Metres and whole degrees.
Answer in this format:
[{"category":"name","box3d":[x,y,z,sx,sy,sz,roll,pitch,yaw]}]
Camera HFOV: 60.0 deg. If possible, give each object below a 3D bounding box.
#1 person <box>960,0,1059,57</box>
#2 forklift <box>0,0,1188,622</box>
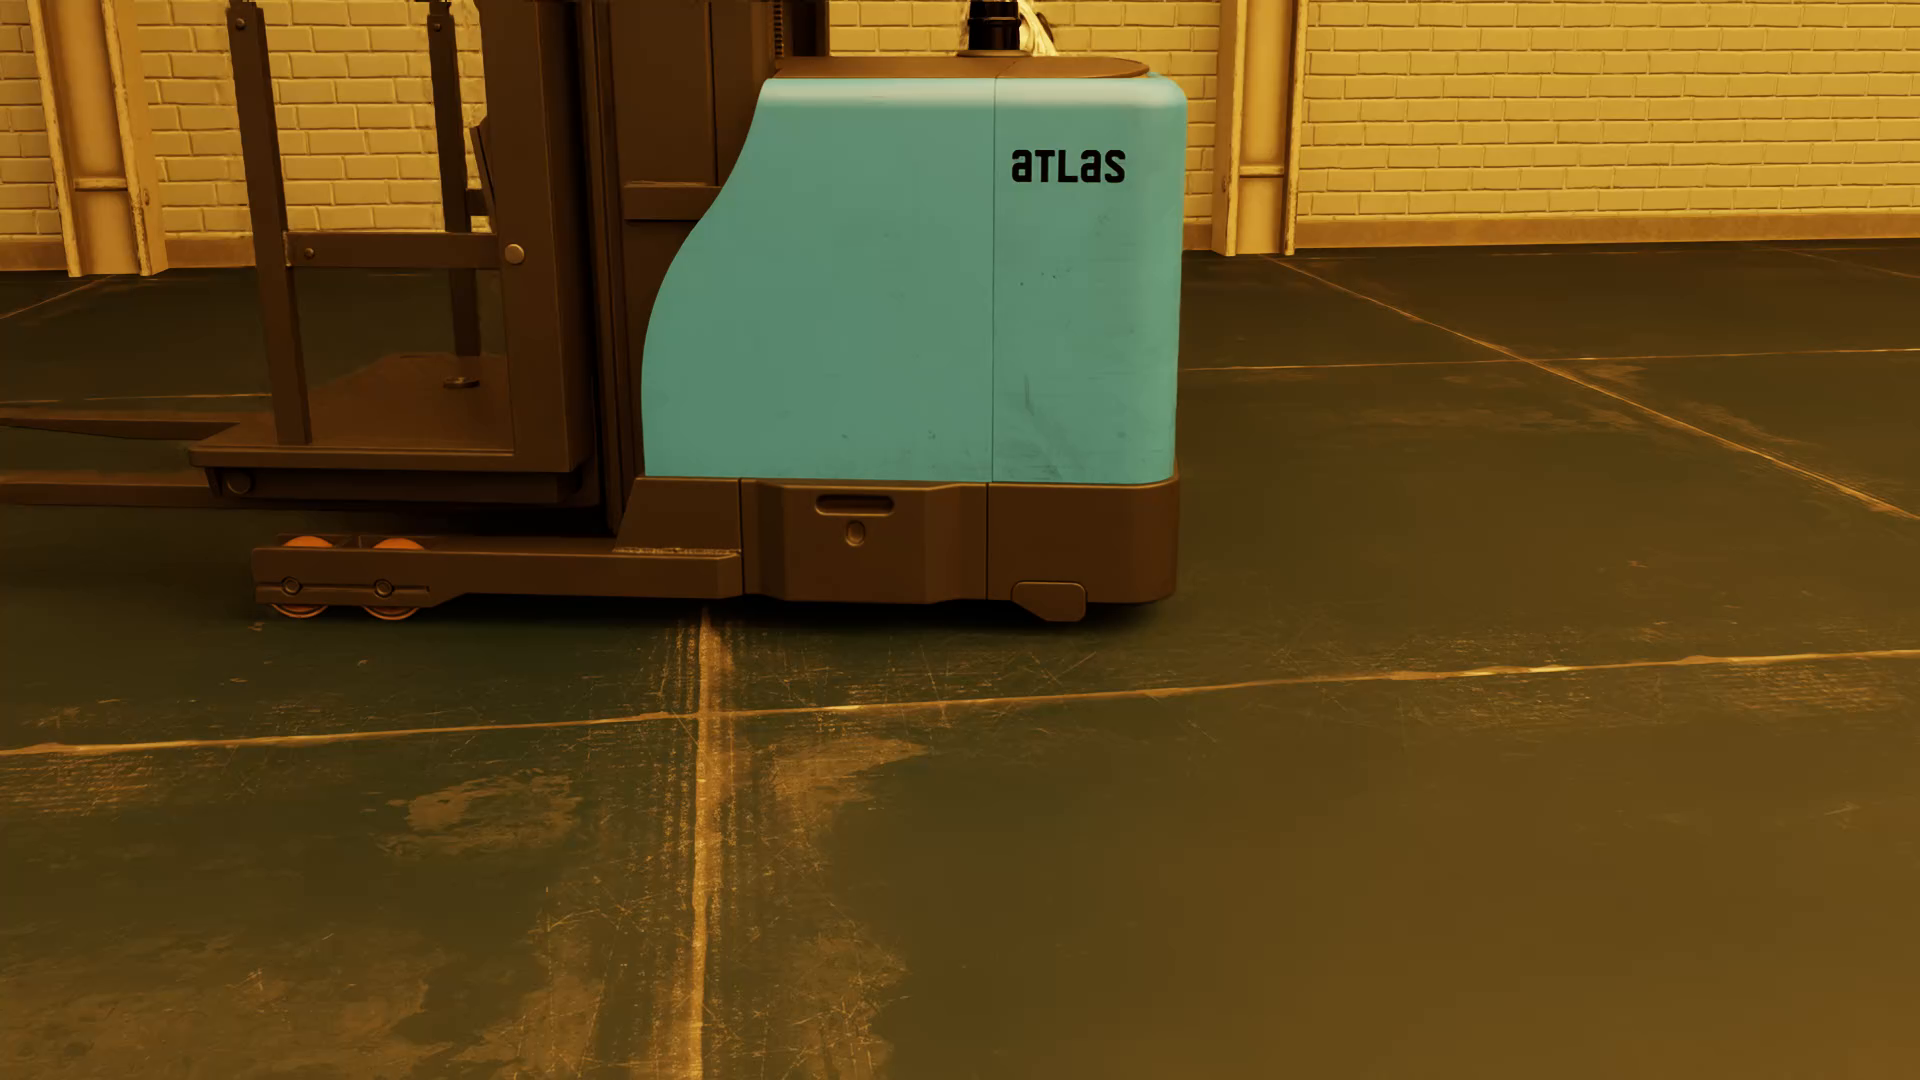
[{"category":"person","box3d":[0.187,-1.111,5.027,0.612,1.556,0.869,2,17,8]},{"category":"forklift","box3d":[-1.041,-1.388,3.494,3.031,2.935,1.130,1,17,4]}]
